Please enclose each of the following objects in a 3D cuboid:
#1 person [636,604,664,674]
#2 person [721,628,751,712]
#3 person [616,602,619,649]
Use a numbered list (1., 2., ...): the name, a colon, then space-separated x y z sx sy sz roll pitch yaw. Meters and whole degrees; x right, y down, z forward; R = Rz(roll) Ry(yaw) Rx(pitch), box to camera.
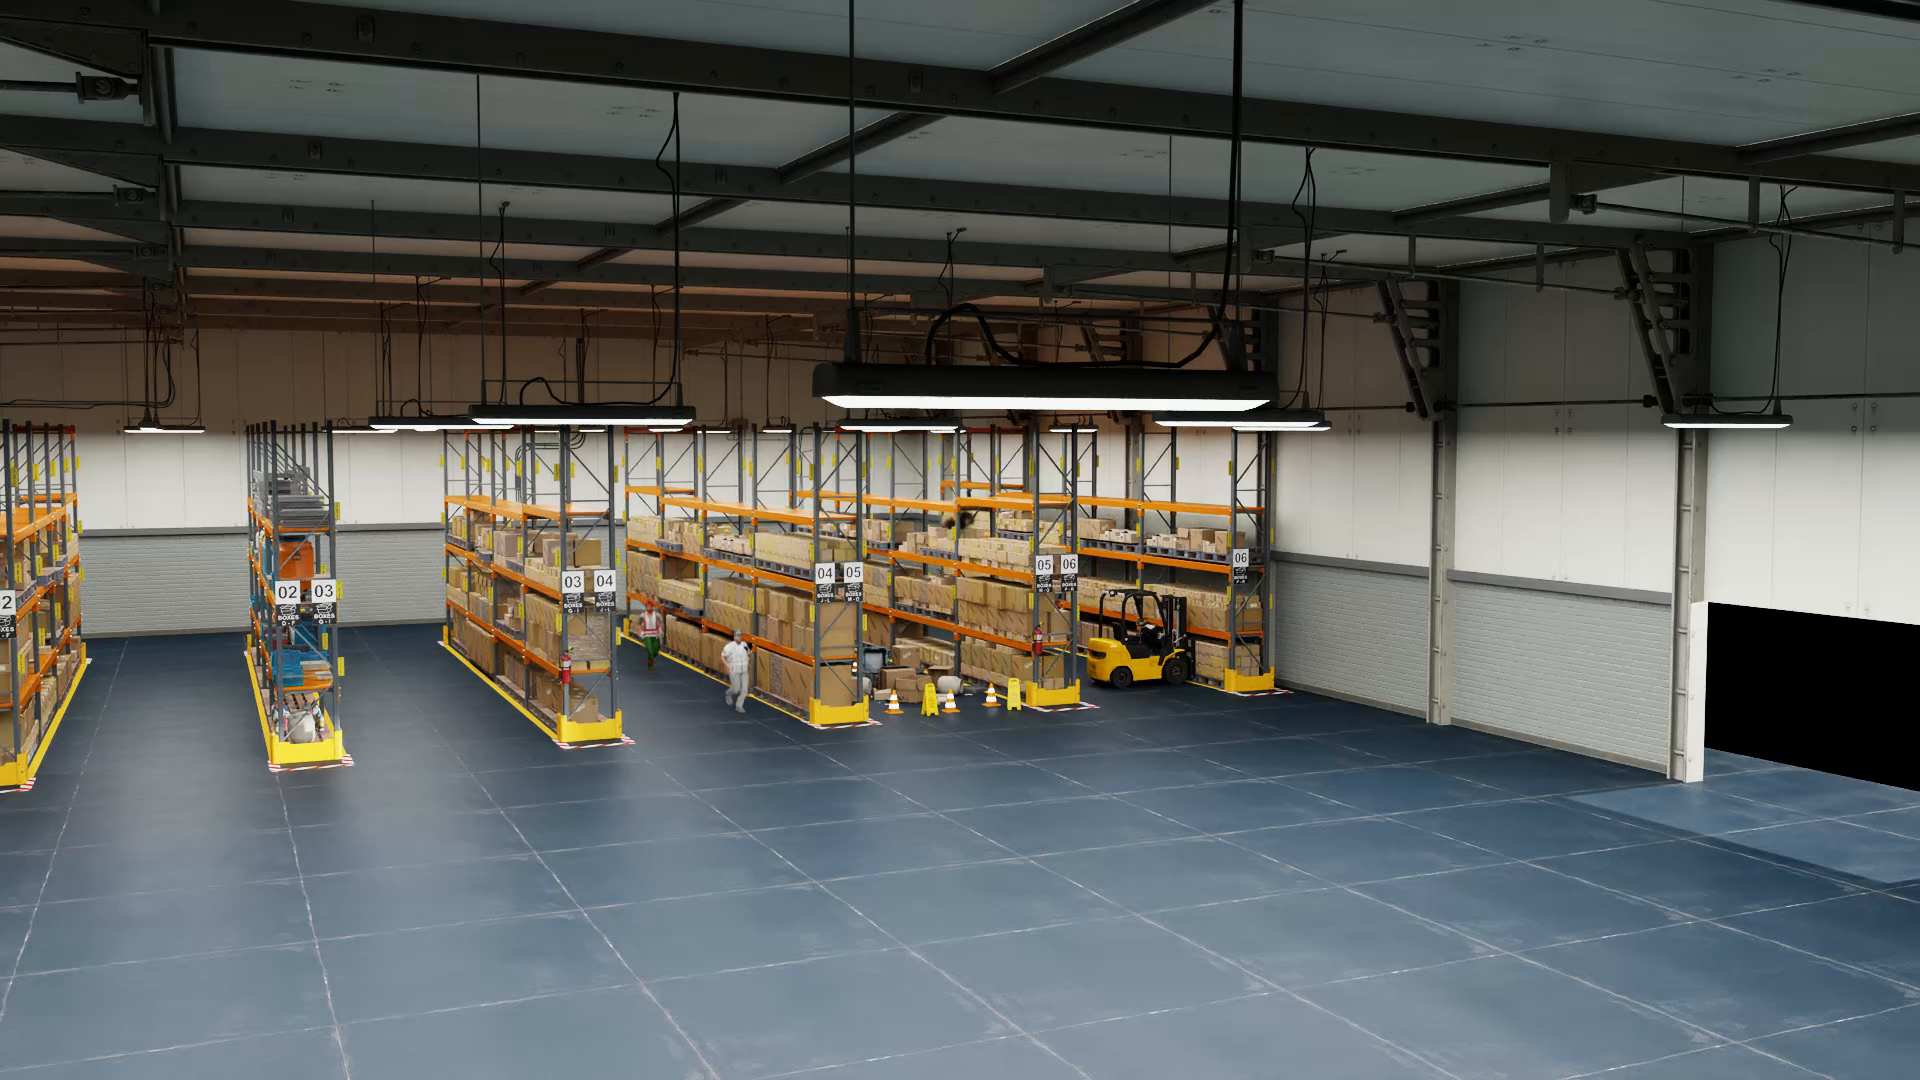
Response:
1. person: -7.494 2.363 40.257 0.651 1.710 0.619 -1 4 -18
2. person: -4.616 2.702 34.563 0.664 1.737 0.578 -2 4 -32
3. person: -9.311 2.116 44.225 0.578 1.657 0.643 -1 4 -22
